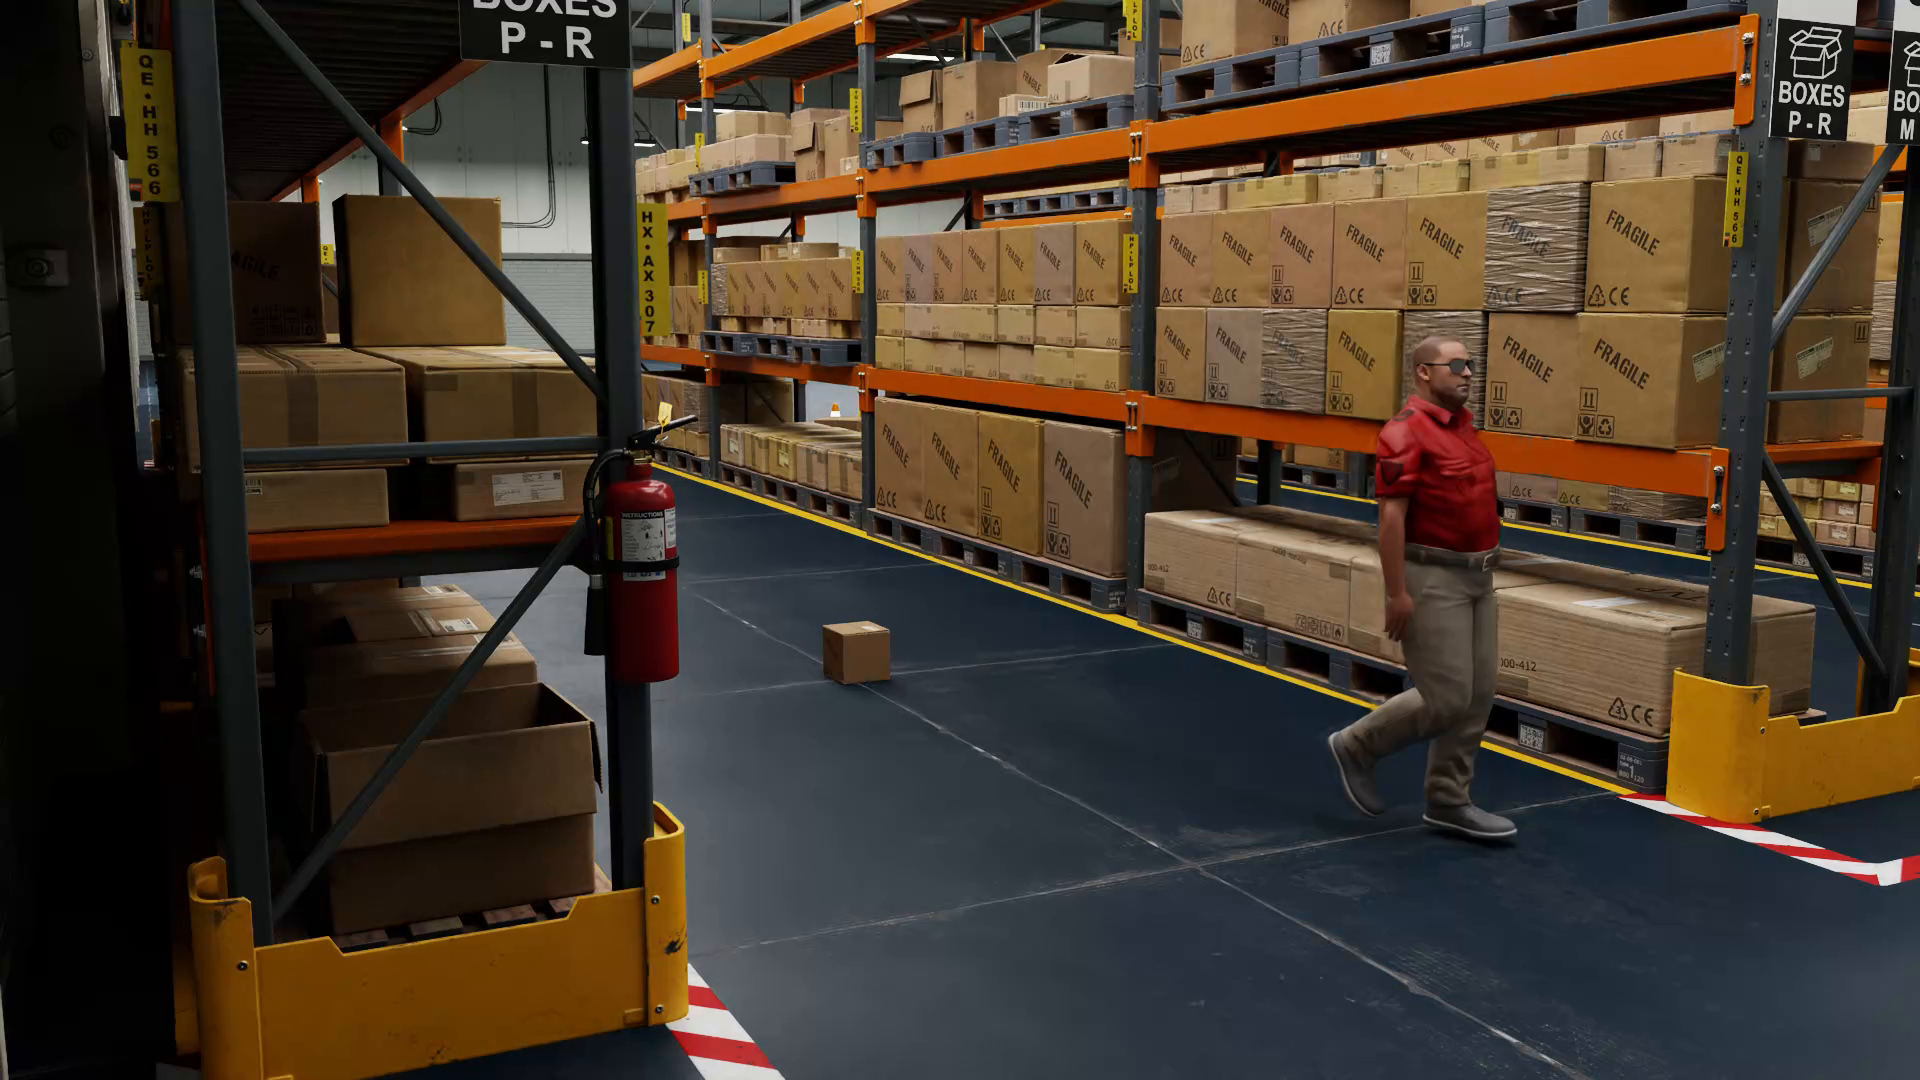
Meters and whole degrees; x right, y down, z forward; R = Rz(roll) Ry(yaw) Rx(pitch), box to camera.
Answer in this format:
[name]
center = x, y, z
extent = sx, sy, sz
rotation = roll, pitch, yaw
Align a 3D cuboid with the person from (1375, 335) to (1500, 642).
[person]
center = 1.645, -0.170, 5.628
extent = 0.340, 1.035, 0.538
rotation = 8, 12, 43
